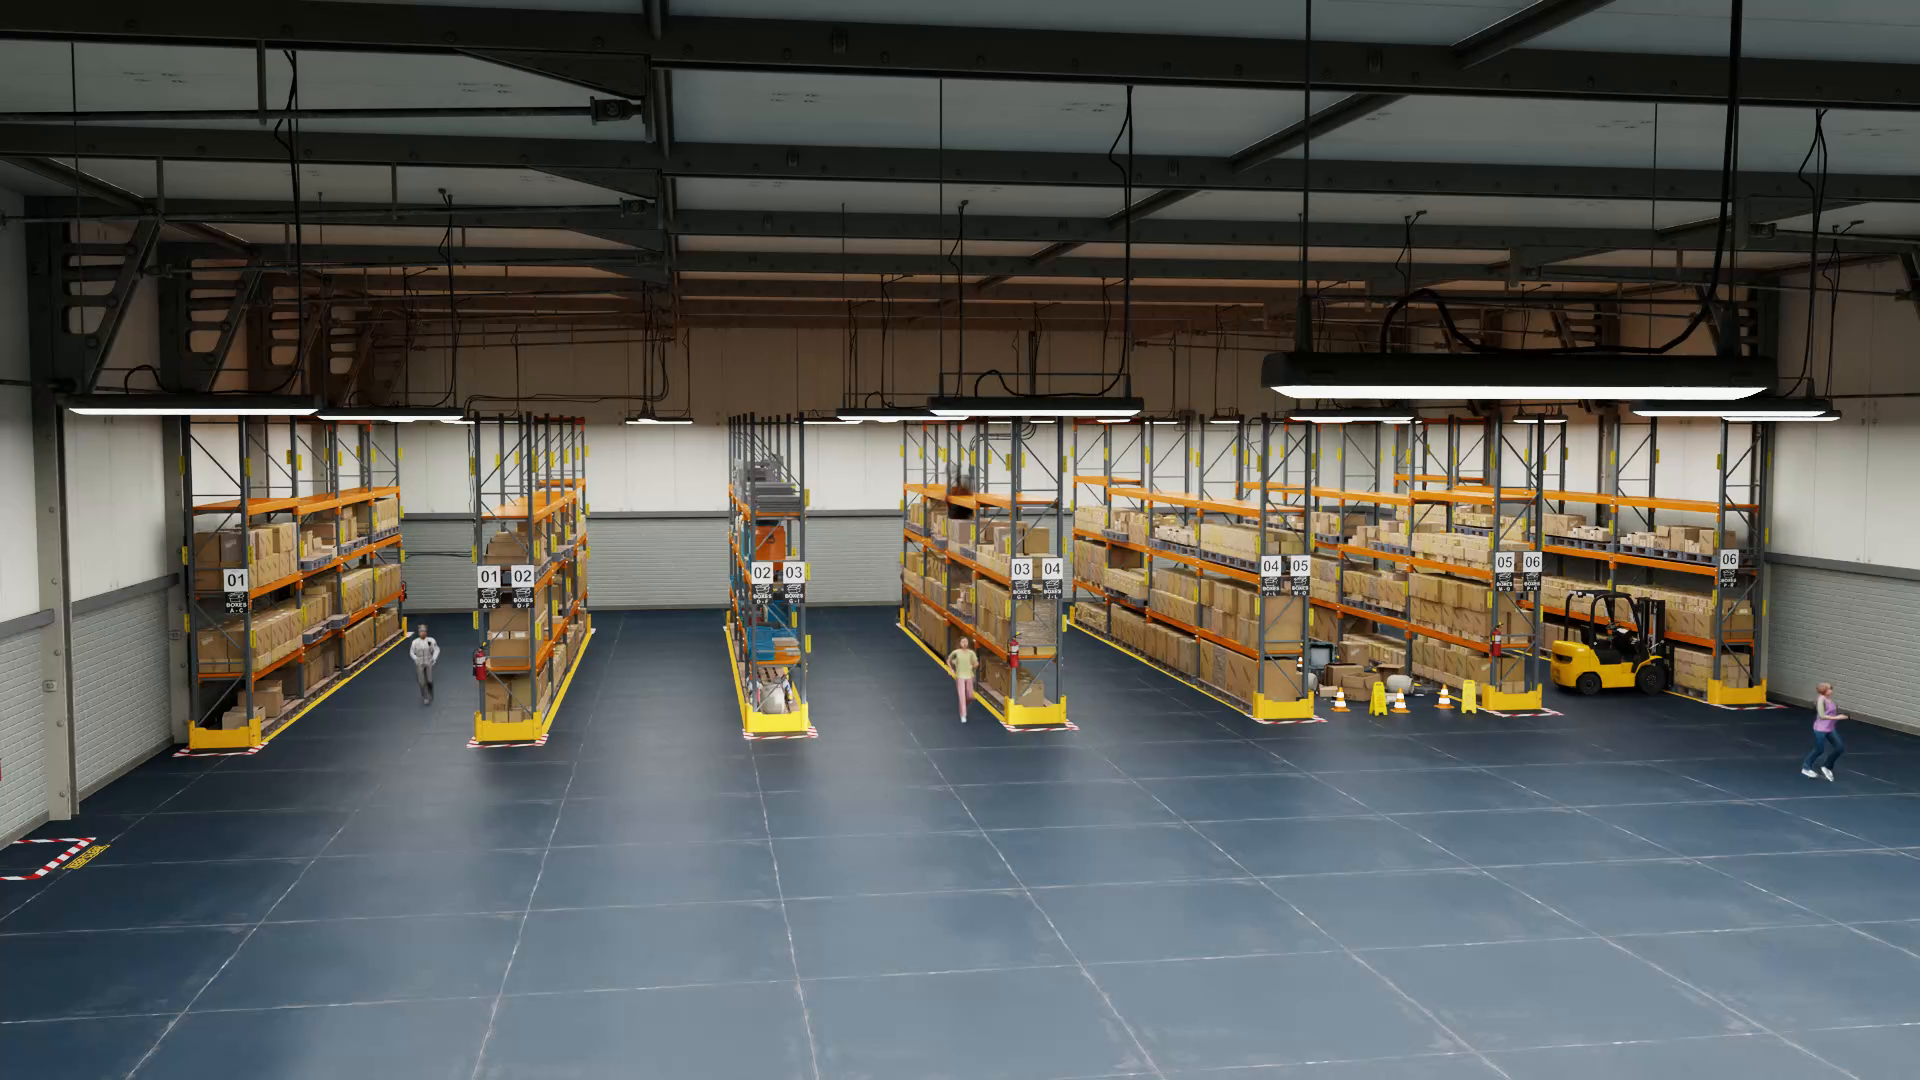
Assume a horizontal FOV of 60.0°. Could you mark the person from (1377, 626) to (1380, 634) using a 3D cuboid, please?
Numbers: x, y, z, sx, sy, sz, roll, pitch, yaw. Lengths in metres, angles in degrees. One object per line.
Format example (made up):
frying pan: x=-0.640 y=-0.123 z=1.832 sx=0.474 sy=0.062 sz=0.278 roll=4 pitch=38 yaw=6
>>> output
person: x=11.238 y=1.844 z=44.841 sx=0.584 sy=1.659 sz=0.739 roll=-1 pitch=4 yaw=-11

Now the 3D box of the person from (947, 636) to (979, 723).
person: x=0.070 y=2.697 z=32.355 sx=0.621 sy=1.646 sz=0.871 roll=-1 pitch=4 yaw=-8

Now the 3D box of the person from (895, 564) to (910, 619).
person: x=-1.548 y=1.518 z=49.100 sx=0.755 sy=1.790 sz=0.674 roll=1 pitch=4 yaw=10

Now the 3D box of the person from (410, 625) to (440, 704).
person: x=-11.008 y=2.563 z=34.202 sx=0.589 sy=1.653 sz=0.528 roll=-1 pitch=4 yaw=-15

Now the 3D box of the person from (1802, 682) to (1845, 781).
person: x=13.985 y=3.102 z=26.876 sx=0.508 sy=1.597 sz=0.672 roll=-3 pitch=5 yaw=-36
